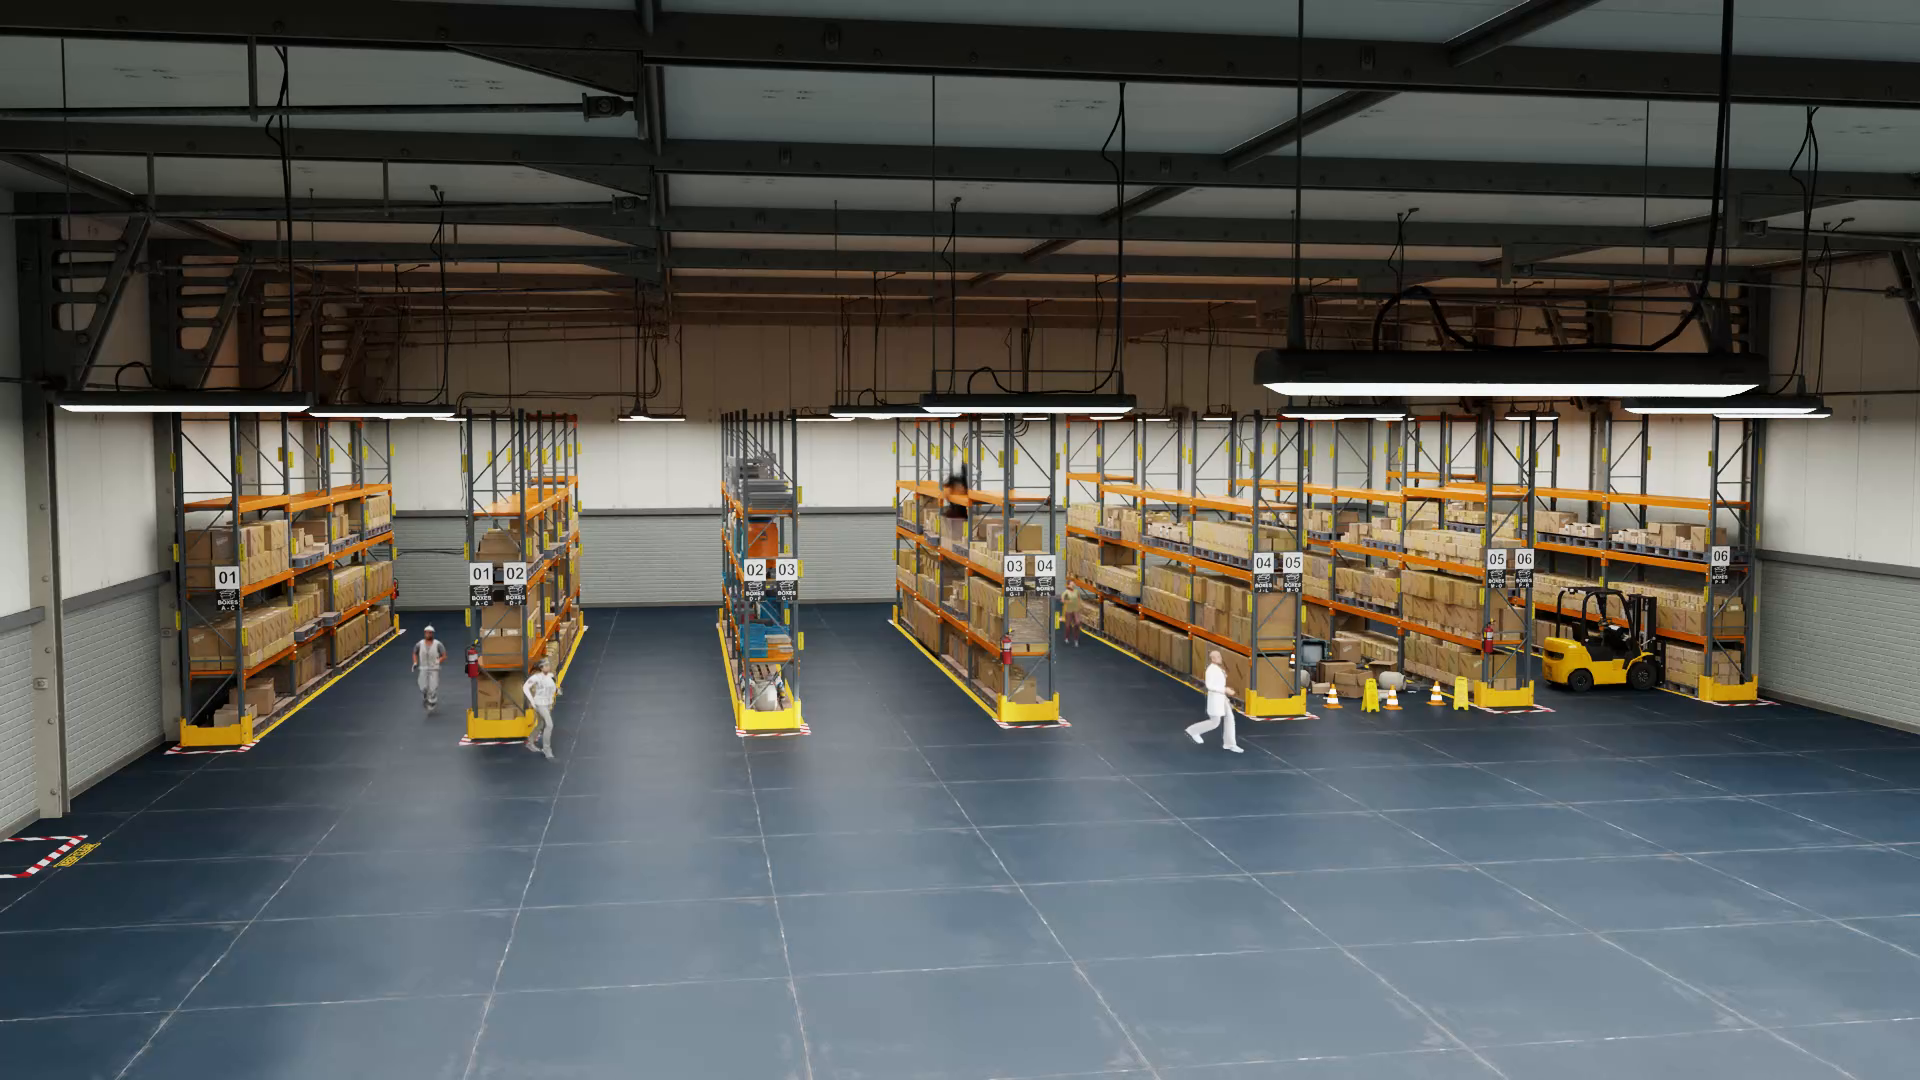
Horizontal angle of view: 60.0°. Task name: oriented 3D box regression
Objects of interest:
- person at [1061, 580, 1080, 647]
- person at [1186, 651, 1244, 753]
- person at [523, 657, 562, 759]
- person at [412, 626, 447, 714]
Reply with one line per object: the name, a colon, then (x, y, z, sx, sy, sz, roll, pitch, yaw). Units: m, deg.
person: (2.870, 1.888, 43.021, 0.596, 1.729, 0.727, -1, 4, -12)
person: (4.485, 2.824, 29.168, 1.017, 1.771, 0.723, 2, 4, 26)
person: (-7.198, 2.880, 28.671, 0.758, 1.750, 0.606, 2, 4, 24)
person: (-10.457, 2.568, 32.756, 0.665, 1.737, 0.582, -1, 4, -11)
